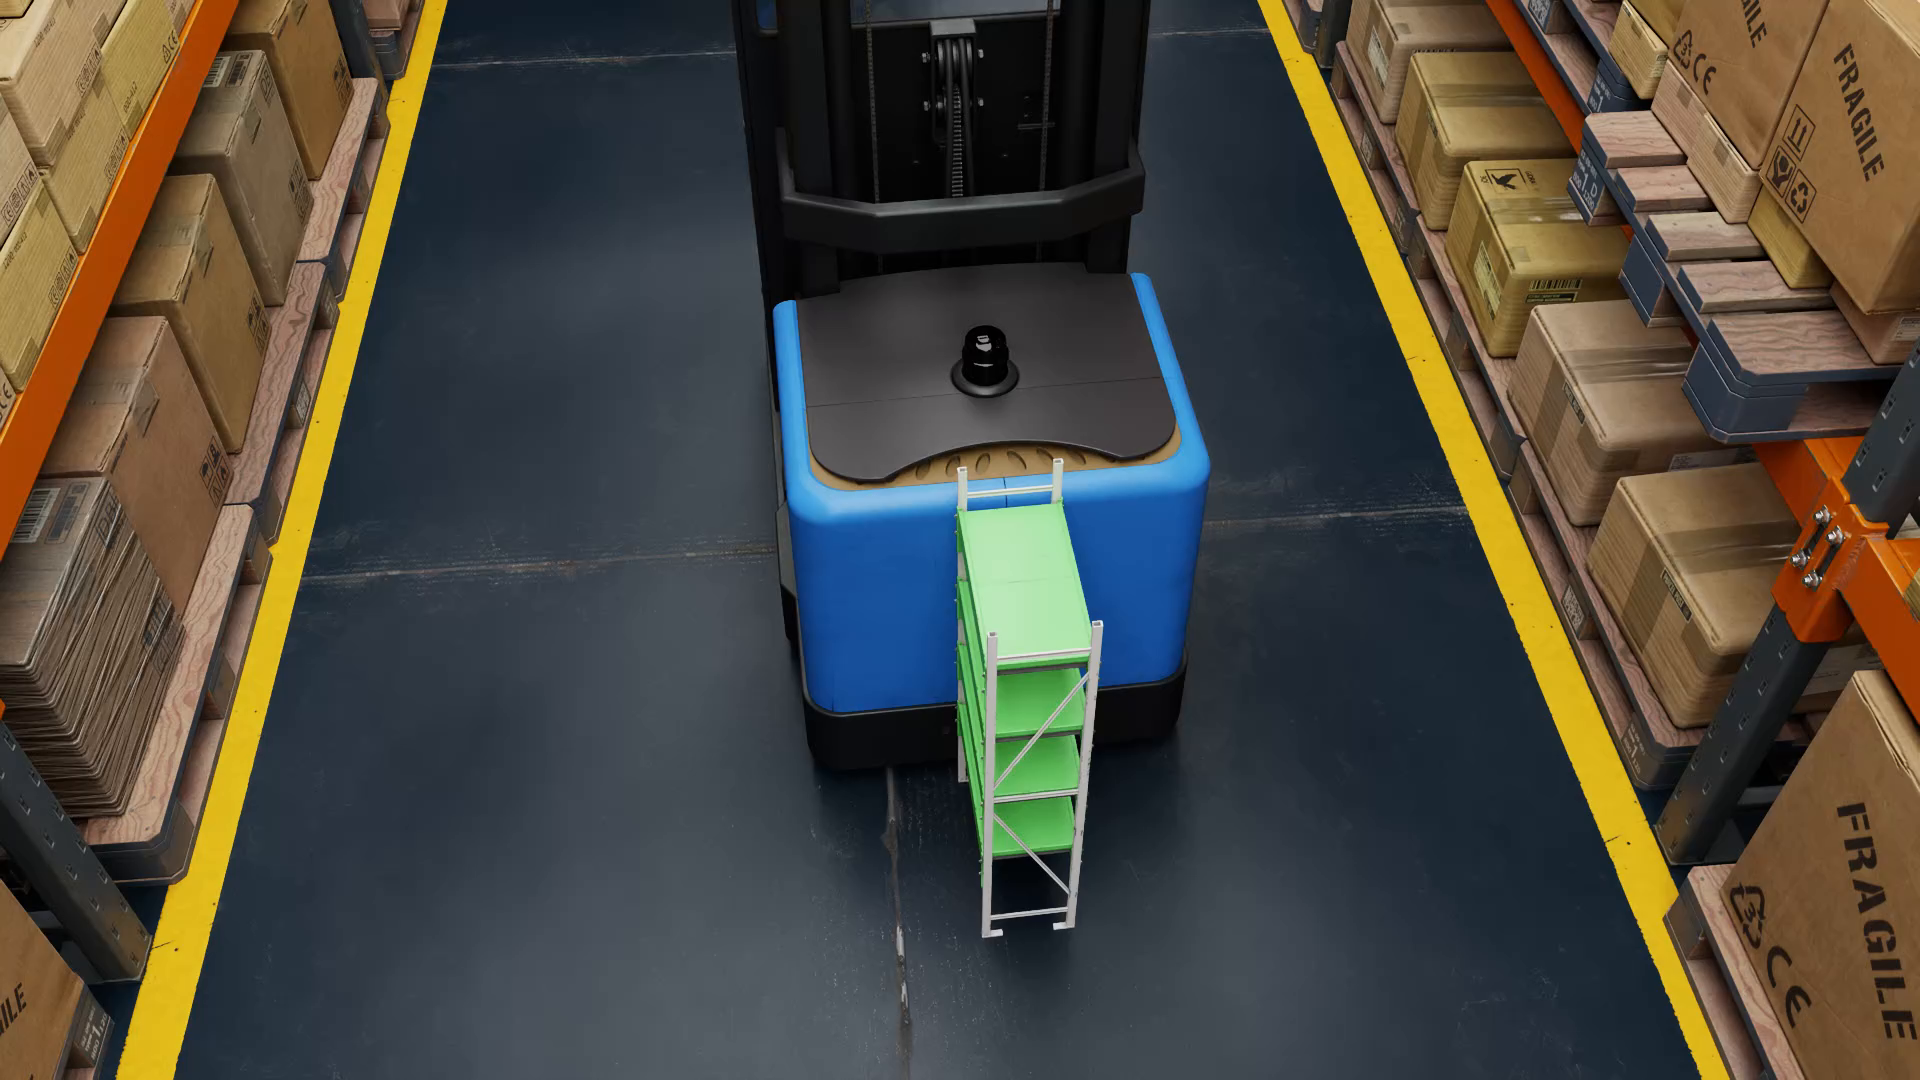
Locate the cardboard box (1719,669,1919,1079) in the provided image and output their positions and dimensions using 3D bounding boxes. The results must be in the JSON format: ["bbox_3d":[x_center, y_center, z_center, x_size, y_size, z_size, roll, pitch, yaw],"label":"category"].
[{"bbox_3d":[2.355,0.856,3.547,0.875,0.875,0.875,-4,47,-4],"label":"cardboard box"}]

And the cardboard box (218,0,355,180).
[{"bbox_3d":[-2.846,-1.775,6.212,0.875,0.625,0.625,-2,47,-2],"label":"cardboard box"}]

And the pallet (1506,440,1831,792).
[{"bbox_3d":[2.316,0.159,4.954,1.003,0.211,1.213,-3,47,-3],"label":"pallet"}]

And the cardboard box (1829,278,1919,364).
[{"bbox_3d":[2.118,-0.515,3.556,0.380,0.149,0.250,-2,47,-2],"label":"cardboard box"}]

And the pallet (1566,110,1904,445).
[{"bbox_3d":[2.214,-0.678,3.958,1.213,0.211,1.003,-3,47,-3],"label":"pallet"}]

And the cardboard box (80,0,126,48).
[{"bbox_3d":[-2.495,-1.497,4.360,0.500,0.250,0.500,-3,47,-3],"label":"cardboard box"}]

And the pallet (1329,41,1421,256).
[{"bbox_3d":[2.111,-1.607,6.626,1.003,0.211,1.213,-3,47,-3],"label":"pallet"}]

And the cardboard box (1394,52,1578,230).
[{"bbox_3d":[2.155,-1.470,6.097,0.950,0.372,0.625,-1,47,-1],"label":"cardboard box"}]

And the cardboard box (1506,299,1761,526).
[{"bbox_3d":[2.272,-0.418,5.101,0.950,0.372,0.625,-4,47,-4],"label":"cardboard box"}]

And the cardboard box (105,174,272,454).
[{"bbox_3d":[-2.724,-0.669,5.164,0.875,0.625,0.625,-5,47,-5],"label":"cardboard box"}]

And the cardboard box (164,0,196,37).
[{"bbox_3d":[-2.540,-1.699,4.897,0.500,0.250,0.500,-3,47,-3],"label":"cardboard box"}]

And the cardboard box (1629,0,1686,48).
[{"bbox_3d":[1.967,-1.566,4.104,0.500,0.500,0.500,-6,47,-6],"label":"cardboard box"}]

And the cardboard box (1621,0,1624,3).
[{"bbox_3d":[2.012,-1.455,4.446,0.380,0.149,0.250,-3,47,-3],"label":"cardboard box"}]

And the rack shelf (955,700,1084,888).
[{"bbox_3d":[0.145,0.629,4.247,0.258,0.148,0.480,-5,47,-5],"label":"rack shelf"}]

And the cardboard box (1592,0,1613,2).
[{"bbox_3d":[1.909,-1.632,4.613,0.380,0.149,0.250,-5,47,-5],"label":"cardboard box"}]

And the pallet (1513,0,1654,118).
[{"bbox_3d":[2.173,-1.598,4.830,1.003,0.211,1.213,-3,47,-3],"label":"pallet"}]

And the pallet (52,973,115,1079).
[{"bbox_3d":[-2.542,1.571,3.617,1.003,0.211,1.213,-3,47,-3],"label":"pallet"}]

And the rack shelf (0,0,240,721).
[{"bbox_3d":[-2.734,-1.130,4.750,1.077,0.370,4.000,-3,47,-3],"label":"rack shelf"}]

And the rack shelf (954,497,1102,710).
[{"bbox_3d":[0.145,0.134,3.724,0.258,0.148,0.480,-5,47,-5],"label":"rack shelf"}]

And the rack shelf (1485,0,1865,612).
[{"bbox_3d":[2.212,-1.434,5.038,1.077,0.370,4.000,-3,47,-3],"label":"rack shelf"}]

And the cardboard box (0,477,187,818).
[{"bbox_3d":[-2.605,0.290,4.256,0.875,0.625,0.625,-2,47,-2],"label":"cardboard box"}]

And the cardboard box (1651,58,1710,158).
[{"bbox_3d":[1.944,-1.067,4.079,0.380,0.149,0.250,-5,47,-5],"label":"cardboard box"}]

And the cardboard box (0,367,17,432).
[{"bbox_3d":[-2.360,-0.215,3.490,0.500,0.250,0.500,-3,47,-3],"label":"cardboard box"}]

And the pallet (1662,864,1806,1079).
[{"bbox_3d":[2.370,1.299,3.874,1.003,0.211,1.213,-3,47,-3],"label":"pallet"}]

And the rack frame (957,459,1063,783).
[{"bbox_3d":[0.114,0.244,4.192,0.240,1.200,0.015,-5,47,-5],"label":"rack frame"}]

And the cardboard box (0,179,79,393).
[{"bbox_3d":[-2.397,-0.579,3.835,0.500,0.250,0.500,-4,47,-4],"label":"cardboard box"}]

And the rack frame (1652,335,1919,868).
[{"bbox_3d":[2.380,-0.235,3.406,1.000,3.000,0.127,-3,47,-3],"label":"rack frame"}]

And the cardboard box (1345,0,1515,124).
[{"bbox_3d":[2.091,-1.990,6.589,0.950,0.372,0.625,-3,47,-3],"label":"cardboard box"}]

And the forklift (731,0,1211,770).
[{"bbox_3d":[-0.078,-1.458,4.612,1.130,2.935,3.031,-5,47,-5],"label":"forklift"}]

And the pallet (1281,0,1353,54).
[{"bbox_3d":[1.953,-2.654,7.618,1.003,0.211,1.213,-3,47,-3],"label":"pallet"}]

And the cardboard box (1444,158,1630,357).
[{"bbox_3d":[2.215,-0.967,5.621,0.950,0.372,0.625,-2,47,-2],"label":"cardboard box"}]

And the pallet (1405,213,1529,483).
[{"bbox_3d":[2.217,-0.722,5.788,1.003,0.211,1.213,-3,47,-3],"label":"pallet"}]

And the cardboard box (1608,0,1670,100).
[{"bbox_3d":[1.907,-1.265,4.266,0.380,0.149,0.250,-3,47,-3],"label":"cardboard box"}]

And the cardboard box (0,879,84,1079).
[{"bbox_3d":[-2.317,1.078,3.596,0.500,0.500,0.500,-2,47,-2],"label":"cardboard box"}]

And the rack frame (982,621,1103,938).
[{"bbox_3d":[0.175,0.596,3.860,0.240,1.200,0.015,-5,47,-5],"label":"rack frame"}]

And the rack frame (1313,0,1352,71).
[{"bbox_3d":[2.045,-3.129,6.147,1.000,3.000,0.127,-3,47,-3],"label":"rack frame"}]

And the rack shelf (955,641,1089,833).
[{"bbox_3d":[0.145,0.464,4.072,0.258,0.148,0.480,-5,47,-5],"label":"rack shelf"}]

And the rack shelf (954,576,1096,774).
[{"bbox_3d":[0.145,0.299,3.898,0.258,0.148,0.480,-5,47,-5],"label":"rack shelf"}]

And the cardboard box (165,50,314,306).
[{"bbox_3d":[-2.789,-1.213,5.679,0.875,0.625,0.625,-4,47,-4],"label":"cardboard box"}]

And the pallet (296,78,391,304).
[{"bbox_3d":[-2.801,-1.335,6.369,1.003,0.211,1.213,-3,47,-3],"label":"pallet"}]

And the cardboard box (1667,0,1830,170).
[{"bbox_3d":[2.010,-1.201,3.759,0.500,0.500,0.500,-4,47,-4],"label":"cardboard box"}]

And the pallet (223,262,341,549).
[{"bbox_3d":[-2.695,-0.450,5.531,1.003,0.211,1.213,-3,47,-3],"label":"pallet"}]

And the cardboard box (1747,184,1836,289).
[{"bbox_3d":[2.023,-0.705,3.736,0.380,0.149,0.250,-3,47,-3],"label":"cardboard box"}]

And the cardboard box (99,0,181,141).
[{"bbox_3d":[-2.489,-1.326,4.543,0.500,0.250,0.500,-2,47,-2],"label":"cardboard box"}]

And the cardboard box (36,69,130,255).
[{"bbox_3d":[-2.447,-0.951,4.188,0.500,0.250,0.500,-5,47,-5],"label":"cardboard box"}]

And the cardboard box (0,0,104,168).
[{"bbox_3d":[-2.427,-1.129,4.012,0.500,0.250,0.500,-5,47,-4],"label":"cardboard box"}]

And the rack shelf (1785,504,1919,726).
[{"bbox_3d":[2.547,1.460,2.297,1.077,0.370,4.000,-3,47,-3],"label":"rack shelf"}]

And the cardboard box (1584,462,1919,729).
[{"bbox_3d":[2.342,0.115,4.596,0.950,0.372,0.625,-6,47,-6],"label":"cardboard box"}]

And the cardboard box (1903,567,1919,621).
[{"bbox_3d":[2.170,0.186,3.111,0.500,0.250,0.500,-4,47,-4],"label":"cardboard box"}]

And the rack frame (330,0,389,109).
[{"bbox_3d":[-2.901,-2.824,5.859,1.000,3.000,0.127,-3,47,-3],"label":"rack frame"}]

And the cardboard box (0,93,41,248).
[{"bbox_3d":[-2.401,-0.749,3.652,0.500,0.250,0.500,-2,47,-2],"label":"cardboard box"}]

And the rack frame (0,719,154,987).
[{"bbox_3d":[-2.566,0.070,3.118,1.000,3.000,0.127,-3,47,-3],"label":"rack frame"}]

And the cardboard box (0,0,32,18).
[{"bbox_3d":[-2.418,-1.369,3.965,0.380,0.149,0.250,-3,47,-2],"label":"cardboard box"}]

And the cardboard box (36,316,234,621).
[{"bbox_3d":[-2.668,-0.182,4.703,0.875,0.625,0.625,-2,47,-2],"label":"cardboard box"}]

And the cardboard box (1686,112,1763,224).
[{"bbox_3d":[1.957,-0.885,3.906,0.380,0.149,0.250,-4,47,-4],"label":"cardboard box"}]

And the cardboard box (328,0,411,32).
[{"bbox_3d":[-2.612,-2.393,7.055,0.500,0.250,0.500,-3,47,-3],"label":"cardboard box"}]

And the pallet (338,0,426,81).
[{"bbox_3d":[-2.926,-2.443,7.419,1.003,0.211,1.213,-3,47,-3],"label":"pallet"}]

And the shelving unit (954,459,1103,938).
[{"bbox_3d":[0.145,0.420,4.026,0.258,1.200,0.503,-5,47,-5],"label":"shelving unit"}]

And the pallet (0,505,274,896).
[{"bbox_3d":[-2.596,0.431,4.697,1.003,0.211,1.213,-3,47,-3],"label":"pallet"}]

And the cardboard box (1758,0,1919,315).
[{"bbox_3d":[2.064,-0.828,3.405,0.500,0.500,0.500,-5,47,-4],"label":"cardboard box"}]
